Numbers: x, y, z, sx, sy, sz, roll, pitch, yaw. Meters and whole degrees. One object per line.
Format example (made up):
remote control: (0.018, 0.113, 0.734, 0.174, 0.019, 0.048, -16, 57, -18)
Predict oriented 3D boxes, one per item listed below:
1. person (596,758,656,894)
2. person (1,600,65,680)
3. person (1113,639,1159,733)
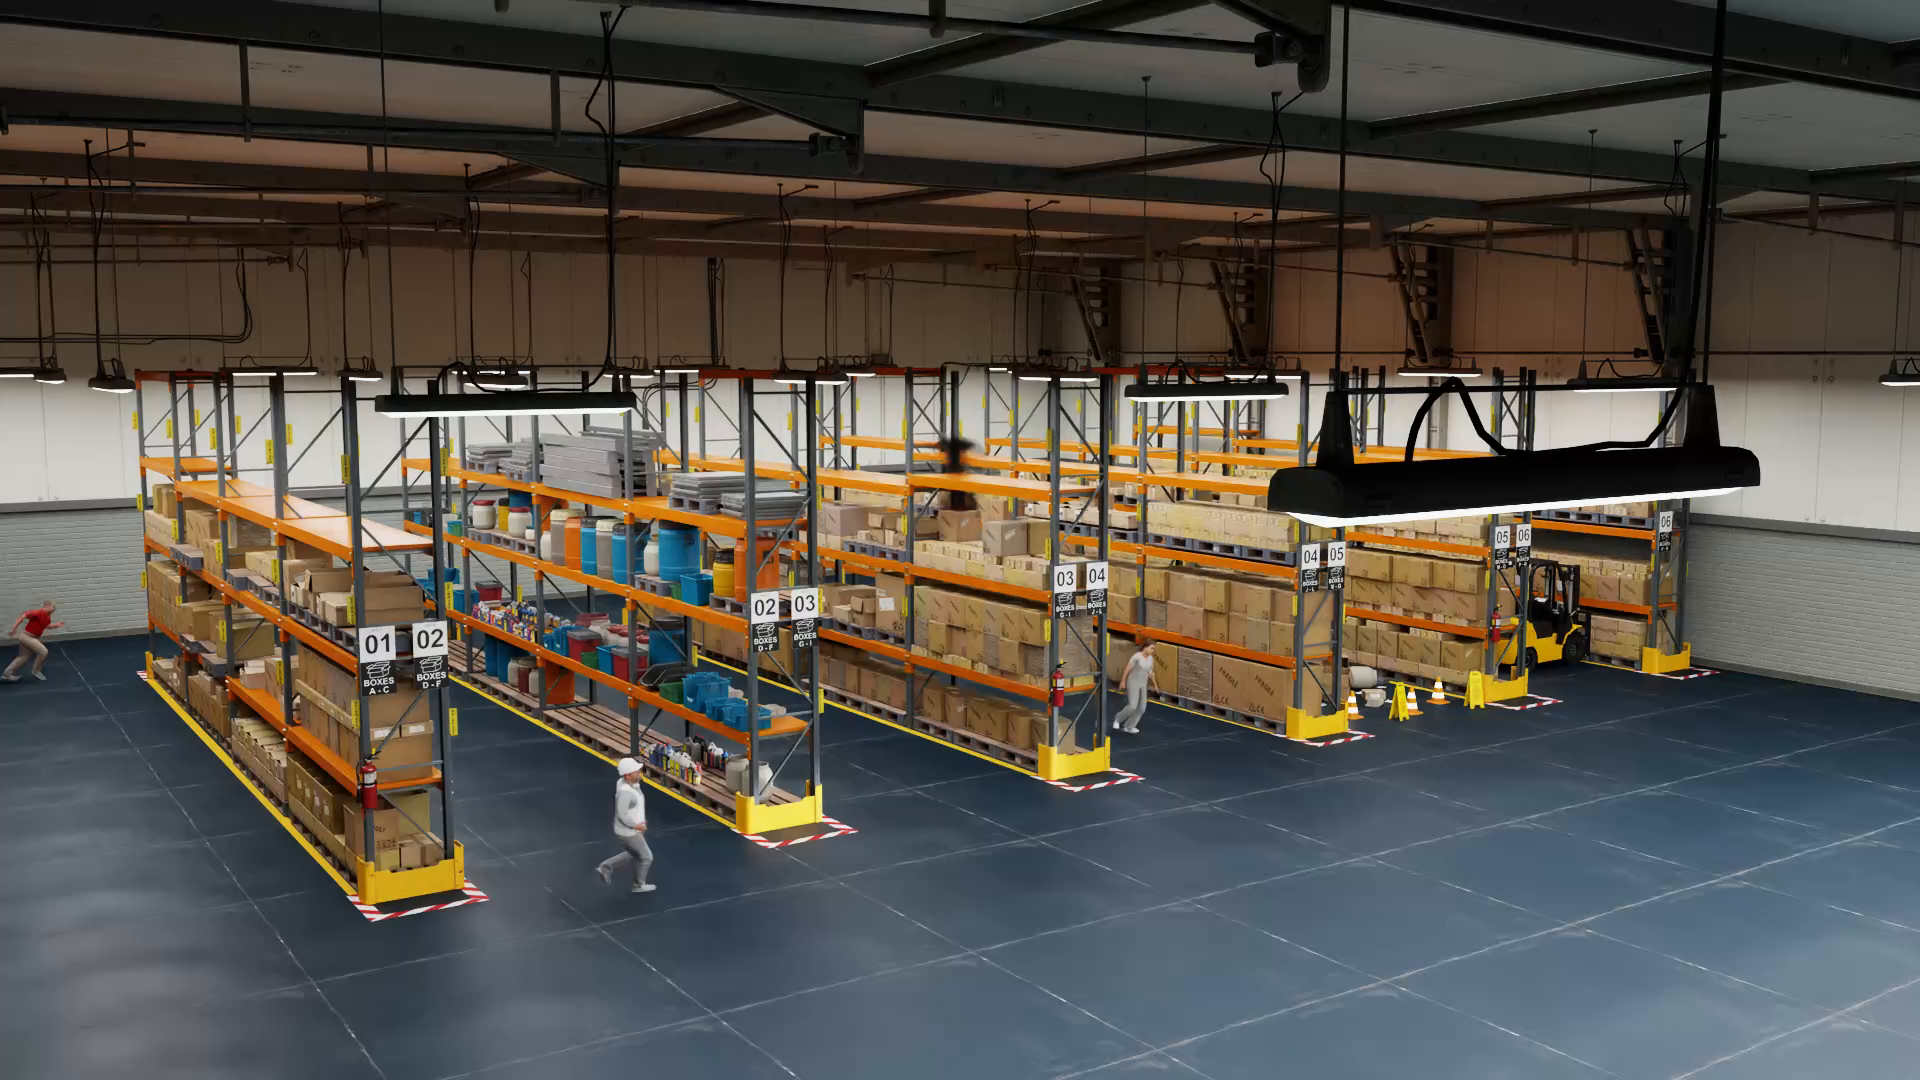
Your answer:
person: (-3.882, 3.329, 19.231, 0.692, 1.697, 0.695, -1, 7, -10)
person: (-17.905, 1.945, 32.113, 1.116, 1.544, 0.688, -2, 7, -17)
person: (2.912, 2.414, 27.608, 0.690, 1.594, 0.586, -5, 8, -36)
